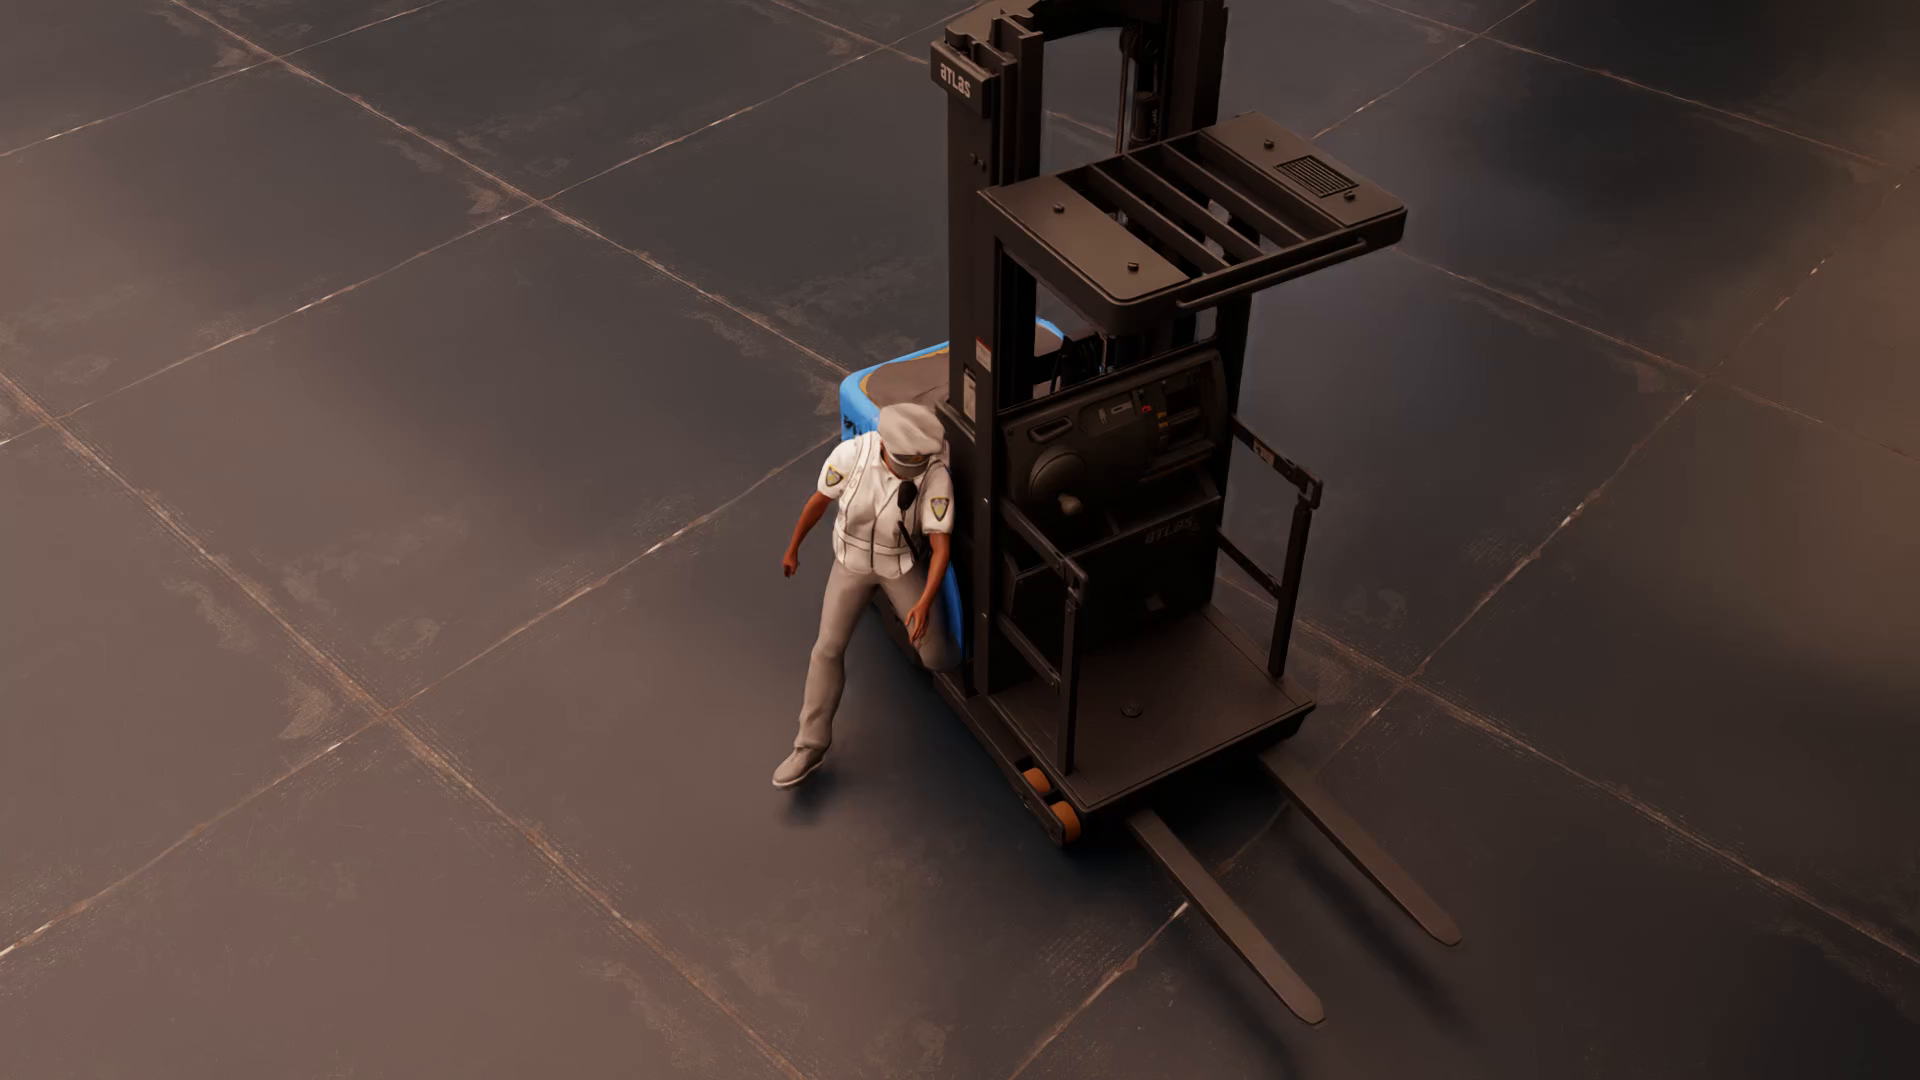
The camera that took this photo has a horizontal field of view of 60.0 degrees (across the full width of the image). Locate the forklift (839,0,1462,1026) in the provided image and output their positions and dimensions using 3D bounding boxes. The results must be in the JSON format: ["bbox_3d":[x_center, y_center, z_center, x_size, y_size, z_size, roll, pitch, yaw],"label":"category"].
[{"bbox_3d":[0.674,-0.302,5.781,1.130,2.935,3.031,-21,45,-23],"label":"forklift"}]

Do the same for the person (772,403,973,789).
[{"bbox_3d":[-0.332,0.182,6.292,0.827,1.467,1.059,10,42,11],"label":"person"}]
